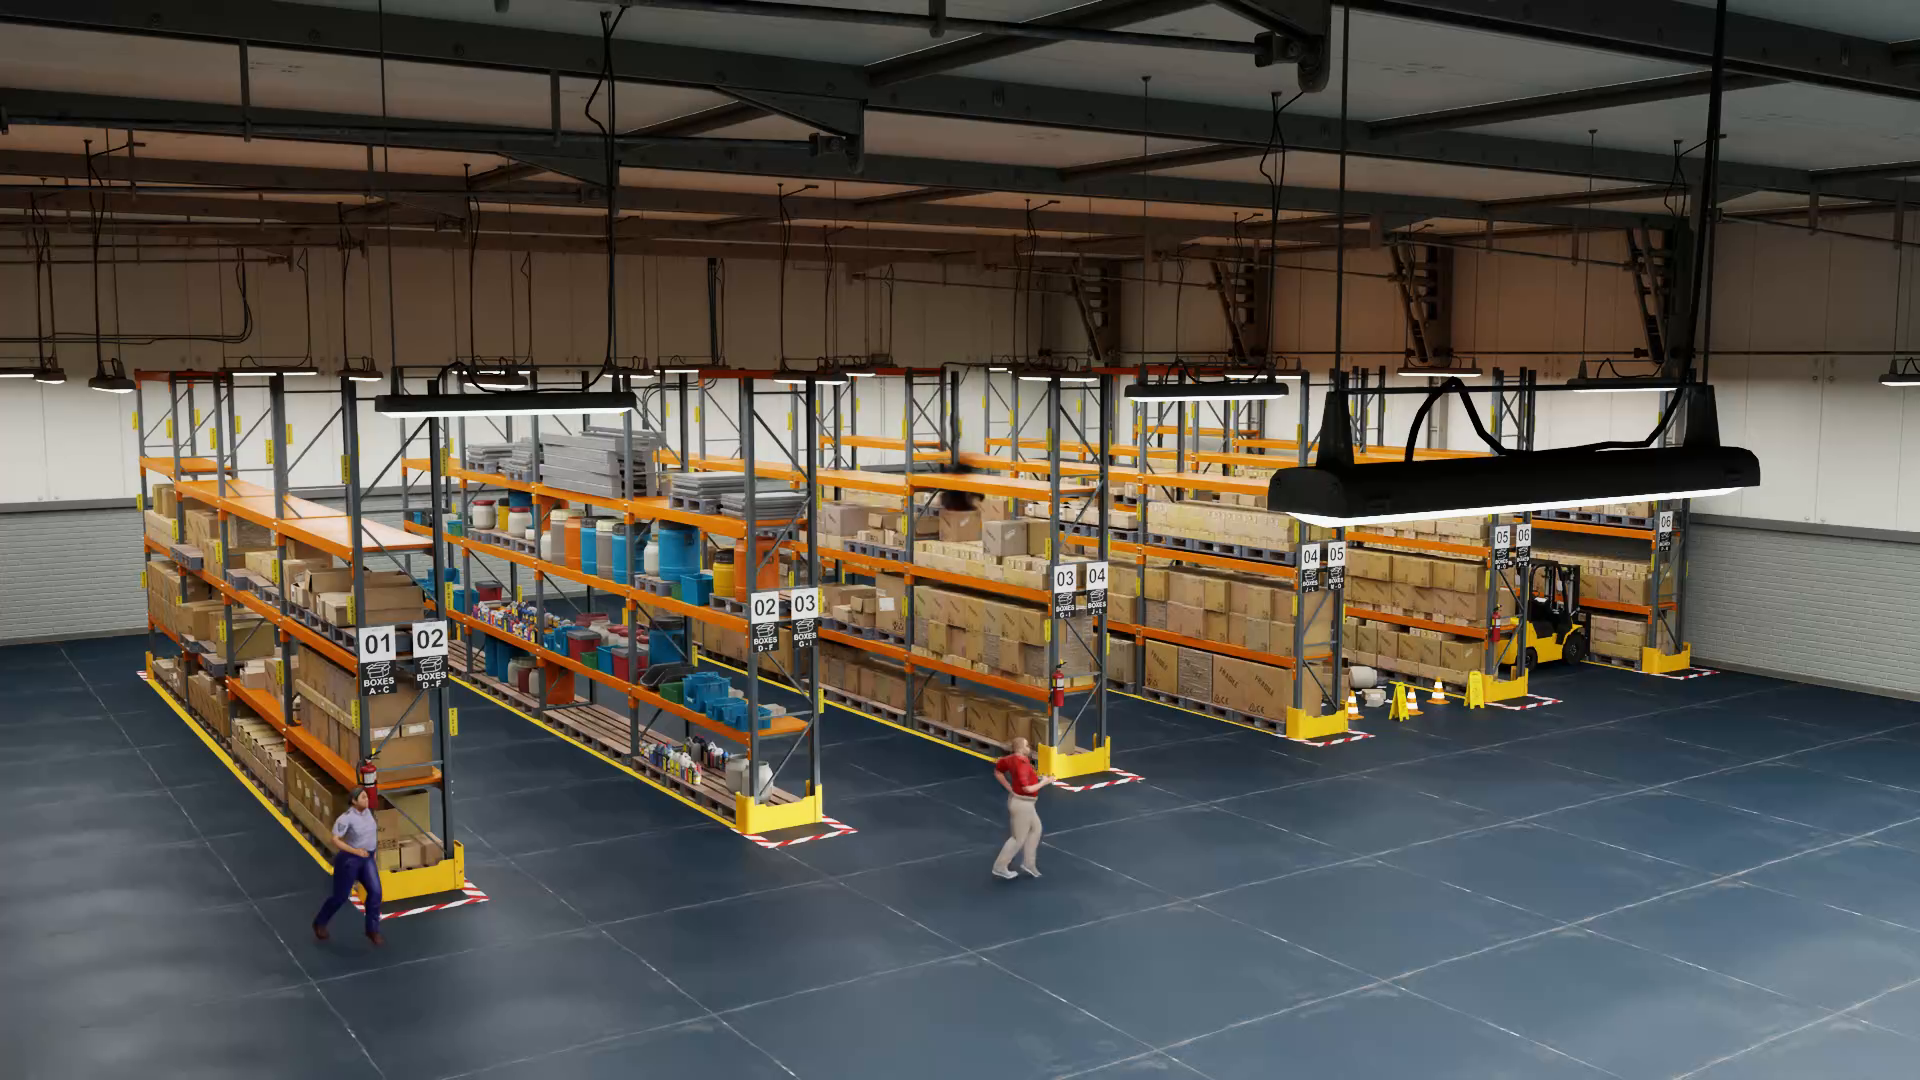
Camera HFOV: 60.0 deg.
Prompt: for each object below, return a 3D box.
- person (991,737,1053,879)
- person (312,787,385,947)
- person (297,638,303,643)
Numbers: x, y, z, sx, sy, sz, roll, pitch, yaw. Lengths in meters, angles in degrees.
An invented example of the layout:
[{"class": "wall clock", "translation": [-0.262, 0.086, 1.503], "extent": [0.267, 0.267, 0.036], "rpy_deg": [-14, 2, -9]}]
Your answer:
[{"class": "person", "translation": [0.738, 3.239, 19.922], "extent": [0.755, 1.791, 0.640], "rpy_deg": [-1, 7, -9]}, {"class": "person", "translation": [-6.514, 3.507, 17.964], "extent": [0.847, 1.667, 0.695], "rpy_deg": [3, 7, 25]}, {"class": "person", "translation": [-12.528, 1.918, 31.953], "extent": [0.620, 1.631, 0.793], "rpy_deg": [-6, 9, -41]}]
